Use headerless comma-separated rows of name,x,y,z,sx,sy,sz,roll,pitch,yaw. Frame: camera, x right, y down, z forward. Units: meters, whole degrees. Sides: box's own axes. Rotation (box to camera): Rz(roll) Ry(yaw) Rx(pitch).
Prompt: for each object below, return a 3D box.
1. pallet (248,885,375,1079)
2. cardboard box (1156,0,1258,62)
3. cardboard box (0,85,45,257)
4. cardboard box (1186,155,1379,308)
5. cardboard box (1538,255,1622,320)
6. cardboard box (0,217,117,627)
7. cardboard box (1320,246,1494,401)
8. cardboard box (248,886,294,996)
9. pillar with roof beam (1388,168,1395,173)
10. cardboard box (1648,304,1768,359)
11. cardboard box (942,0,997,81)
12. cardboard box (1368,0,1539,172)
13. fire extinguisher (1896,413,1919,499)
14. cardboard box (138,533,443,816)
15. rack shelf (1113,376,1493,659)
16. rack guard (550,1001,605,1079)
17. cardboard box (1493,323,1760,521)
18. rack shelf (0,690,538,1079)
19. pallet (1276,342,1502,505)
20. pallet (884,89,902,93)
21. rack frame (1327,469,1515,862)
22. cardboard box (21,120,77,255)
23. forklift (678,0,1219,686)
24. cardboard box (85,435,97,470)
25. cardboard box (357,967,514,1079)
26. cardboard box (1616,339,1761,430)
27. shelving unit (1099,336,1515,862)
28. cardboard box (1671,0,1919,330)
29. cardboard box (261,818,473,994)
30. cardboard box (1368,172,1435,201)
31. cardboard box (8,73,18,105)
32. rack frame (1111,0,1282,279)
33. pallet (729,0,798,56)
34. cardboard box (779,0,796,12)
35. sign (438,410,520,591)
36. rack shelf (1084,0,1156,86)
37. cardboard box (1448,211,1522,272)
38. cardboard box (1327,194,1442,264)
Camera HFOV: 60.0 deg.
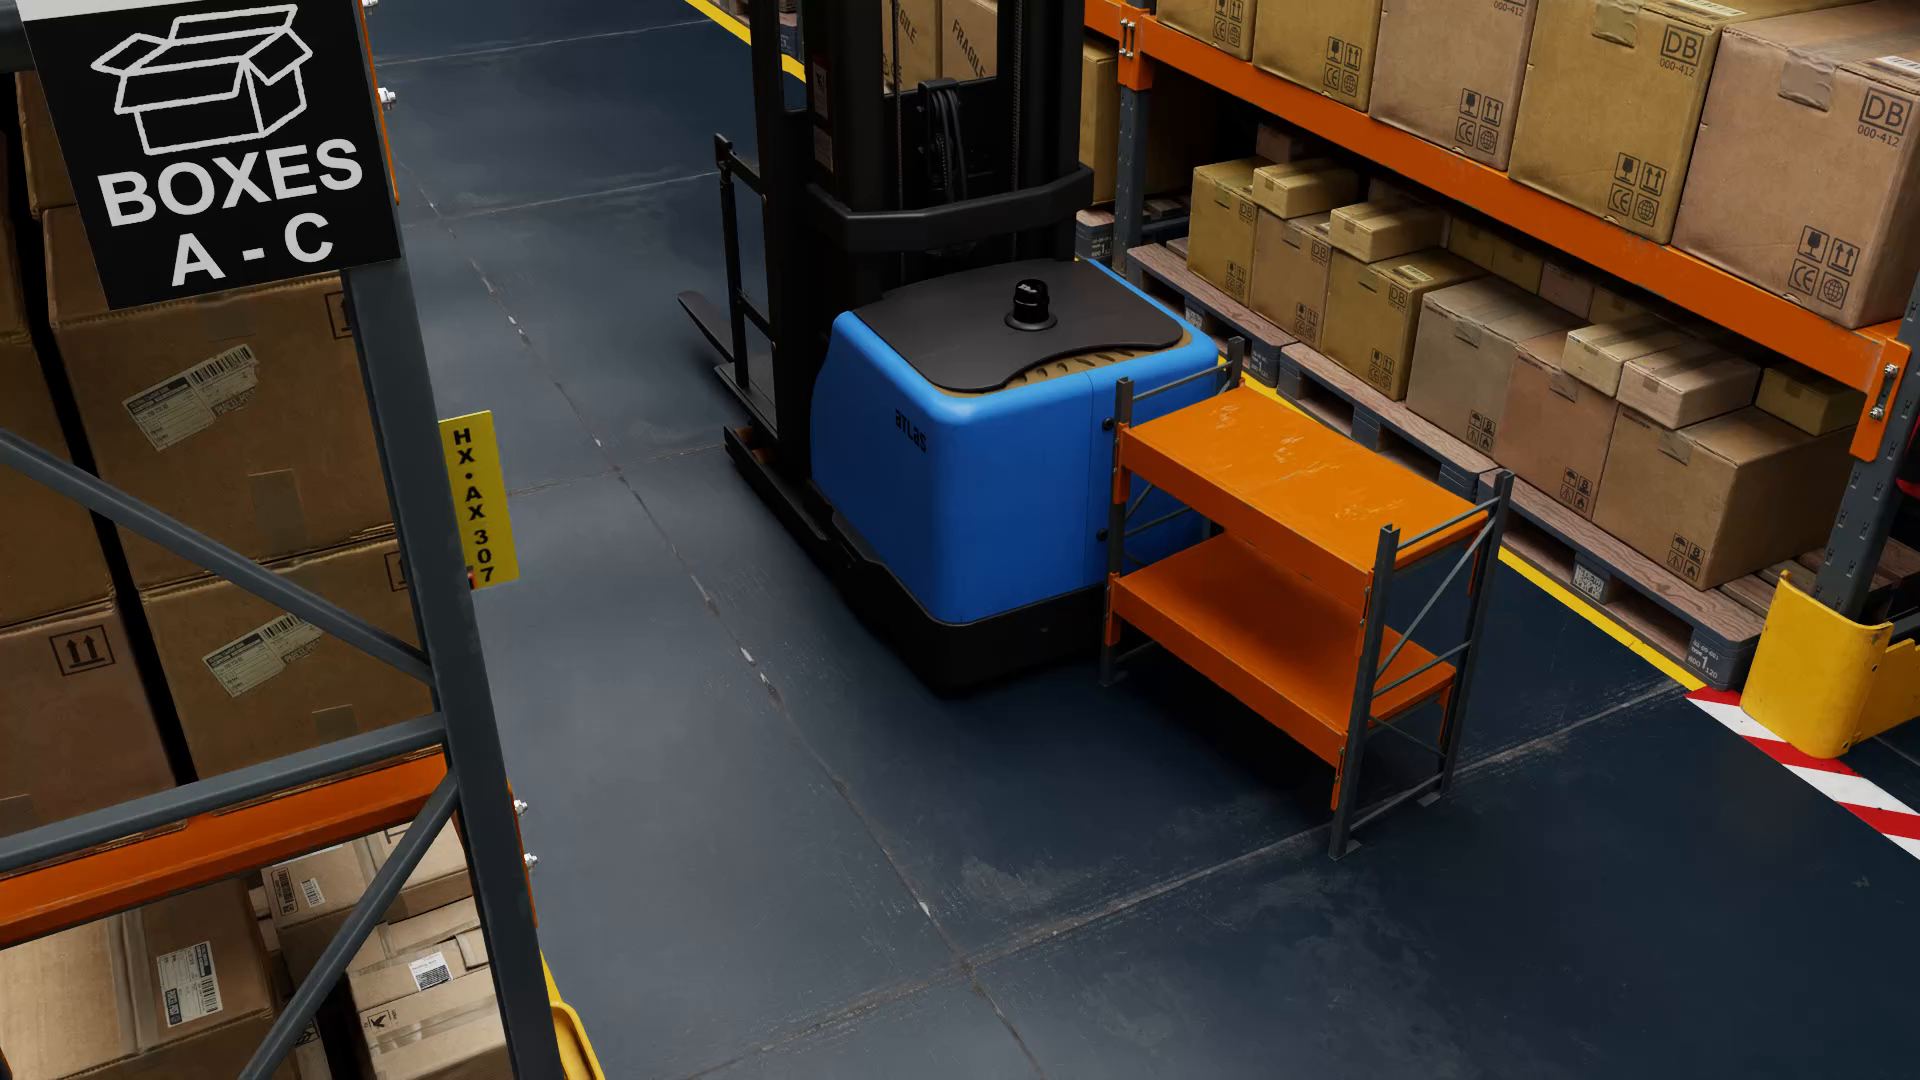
pallet,-1.692,1.198,4.184,1.003,0.211,1.213,-16,36,-23
cardboard box,1.470,-2.579,7.217,0.980,0.700,0.700,-15,36,-22
cardboard box,-2.217,-0.653,3.469,0.500,0.500,0.500,-15,36,-22
cardboard box,1.490,-1.458,7.672,0.700,0.500,0.500,-15,36,-23
cardboard box,2.444,-0.986,6.336,0.380,0.149,0.250,-15,36,-22
cardboard box,-1.735,-0.166,2.708,0.500,0.500,0.500,-16,36,-24
cardboard box,1.958,-0.972,6.914,0.700,0.500,0.500,-15,36,-22
cardboard box,-1.865,1.035,4.073,0.380,0.166,0.250,-16,36,-23
pillar with roof beam,-1.485,-4.043,4.218,9.100,9.000,0.400,-16,36,-23
cardboard box,2.680,-0.746,5.960,0.380,0.149,0.250,-16,36,-23
cardboard box,0.396,-2.689,9.269,0.750,0.750,0.750,-15,35,-22
cardboard box,2.153,-1.885,6.133,0.980,0.700,0.700,-18,37,-25
fire extinguisher,2.759,-0.429,4.557,0.296,0.674,0.183,-16,36,-23
cardboard box,-1.258,0.120,3.189,0.500,0.500,0.500,-15,36,-22
rack shelf,0.973,-0.098,4.818,0.538,0.278,1.000,-22,39,-30
rack guard,-1.319,1.457,3.513,1.175,0.500,0.348,-16,36,-23
cardboard box,2.448,-0.479,6.145,0.700,0.500,0.500,-16,36,-23
rack shelf,-2.217,-0.211,4.465,1.077,0.370,4.000,-16,36,-23
pallet,2.090,-0.576,6.954,1.003,0.211,1.213,-16,36,-23
pallet,0.232,-2.474,9.916,1.003,0.211,1.213,-16,36,-23
rack frame,1.275,0.369,4.632,0.500,1.125,0.032,-22,39,-30
cardboard box,-1.508,-0.548,3.305,0.500,0.500,0.500,-15,36,-23
forklift,-0.292,-1.535,5.929,1.130,2.935,3.031,-16,36,-23
cardboard box,-1.979,0.007,3.366,0.500,0.500,0.500,-16,36,-23
cardboard box,-1.175,1.170,3.879,0.380,0.149,0.250,-16,36,-23
cardboard box,2.461,-0.529,5.621,0.380,0.149,0.250,-16,36,-24
shelving unit,0.973,0.148,4.976,0.538,1.125,1.048,-22,39,-30
cardboard box,2.850,-1.174,5.024,0.980,0.700,0.700,-14,35,-21
cardboard box,-1.520,0.844,4.293,0.500,0.250,0.500,-16,36,-23
cardboard box,1.968,-1.473,7.096,0.380,0.149,0.250,-17,36,-25
cardboard box,-2.698,-1.144,4.236,0.500,0.500,0.500,-17,36,-24
rack frame,1.232,-2.716,7.709,1.000,3.000,0.127,-16,36,-23
pallet,-0.997,-3.824,12.023,1.003,0.211,1.213,-16,36,-23
cardboard box,-1.015,-4.088,11.760,0.700,0.500,0.500,-15,36,-22
sign,-0.804,-0.060,2.761,0.100,0.325,0.005,-16,36,-23
rack shelf,0.299,-3.368,9.393,1.077,0.370,4.000,-16,36,-23
cardboard box,2.207,-1.230,6.715,0.380,0.149,0.250,-17,36,-24
cardboard box,1.731,-1.272,6.782,0.380,0.149,0.250,-17,36,-24
